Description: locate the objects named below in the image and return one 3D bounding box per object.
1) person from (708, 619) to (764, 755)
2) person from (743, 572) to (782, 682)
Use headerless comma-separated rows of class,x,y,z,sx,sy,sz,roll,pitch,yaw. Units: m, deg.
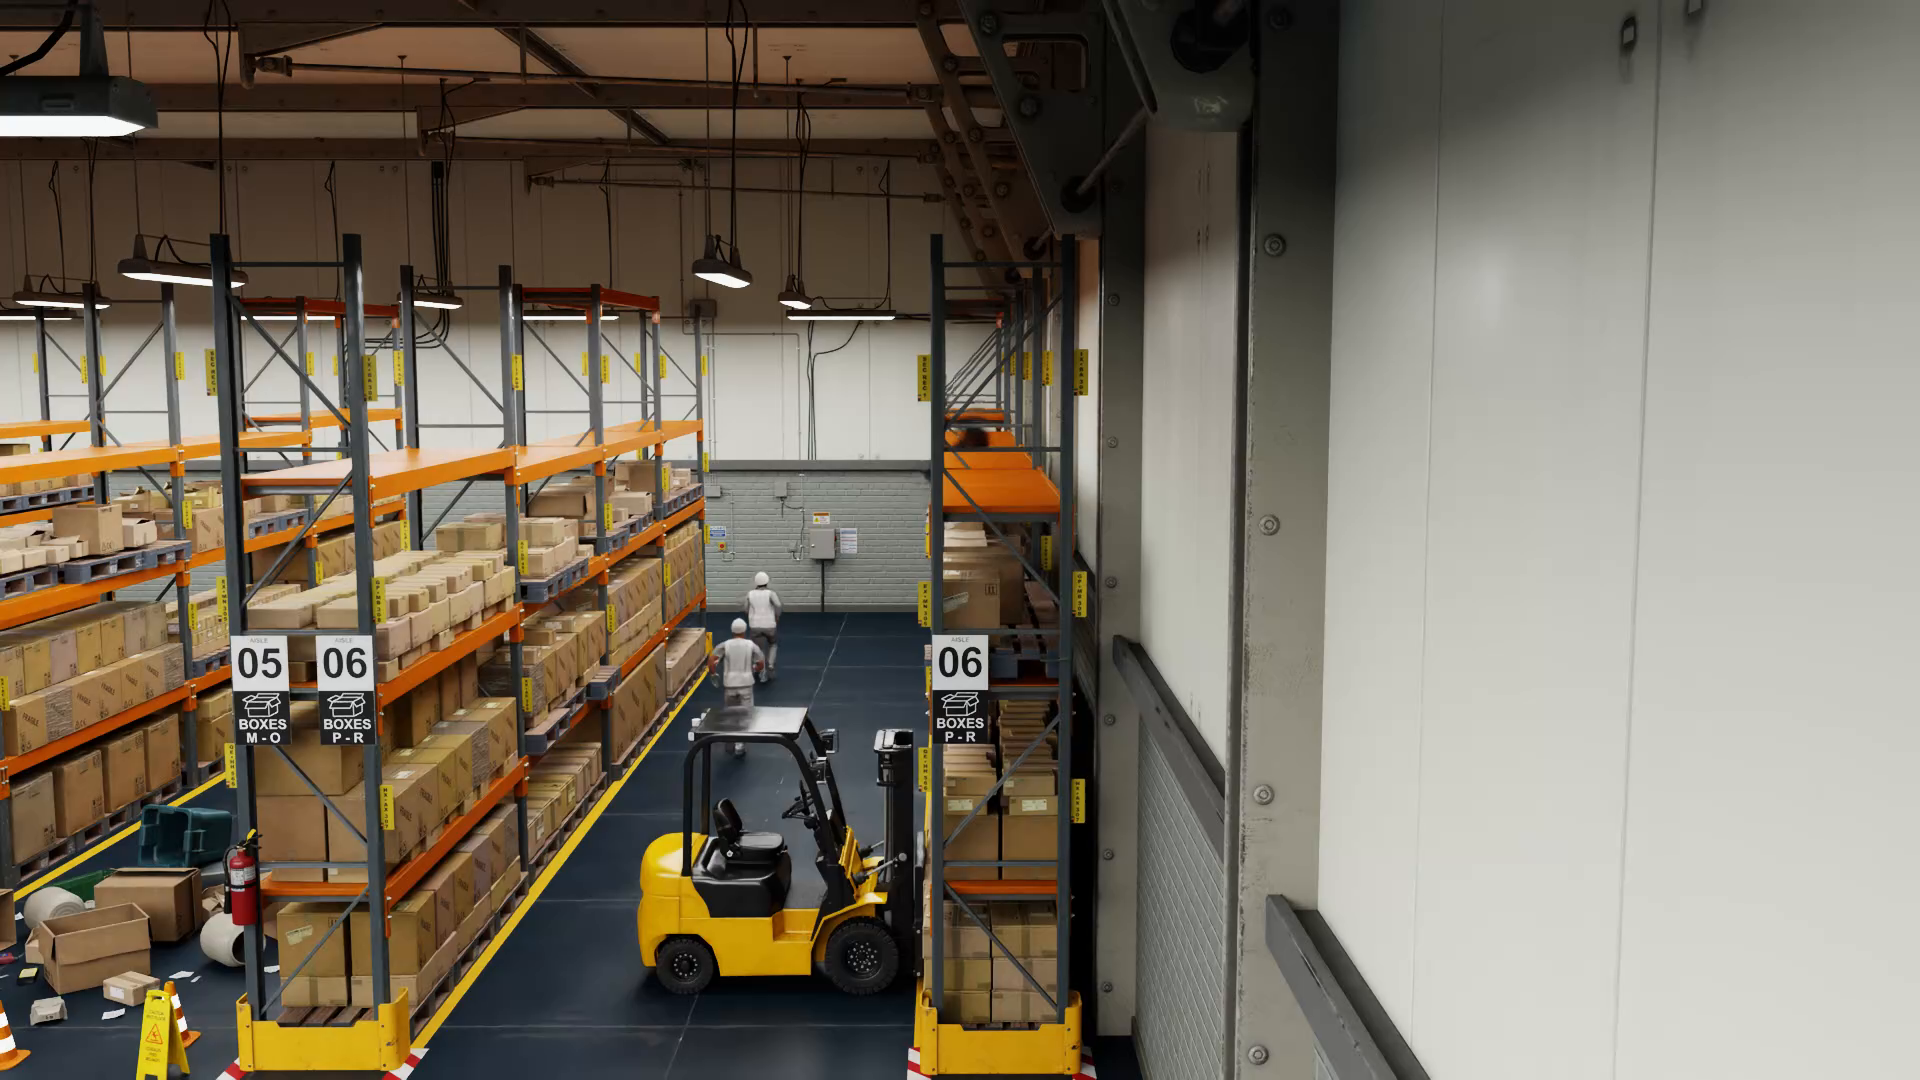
person,-2.894,1.899,21.665,0.695,1.783,0.667,0,6,2
person,-3.129,1.377,26.414,0.644,1.740,0.719,0,6,-1
